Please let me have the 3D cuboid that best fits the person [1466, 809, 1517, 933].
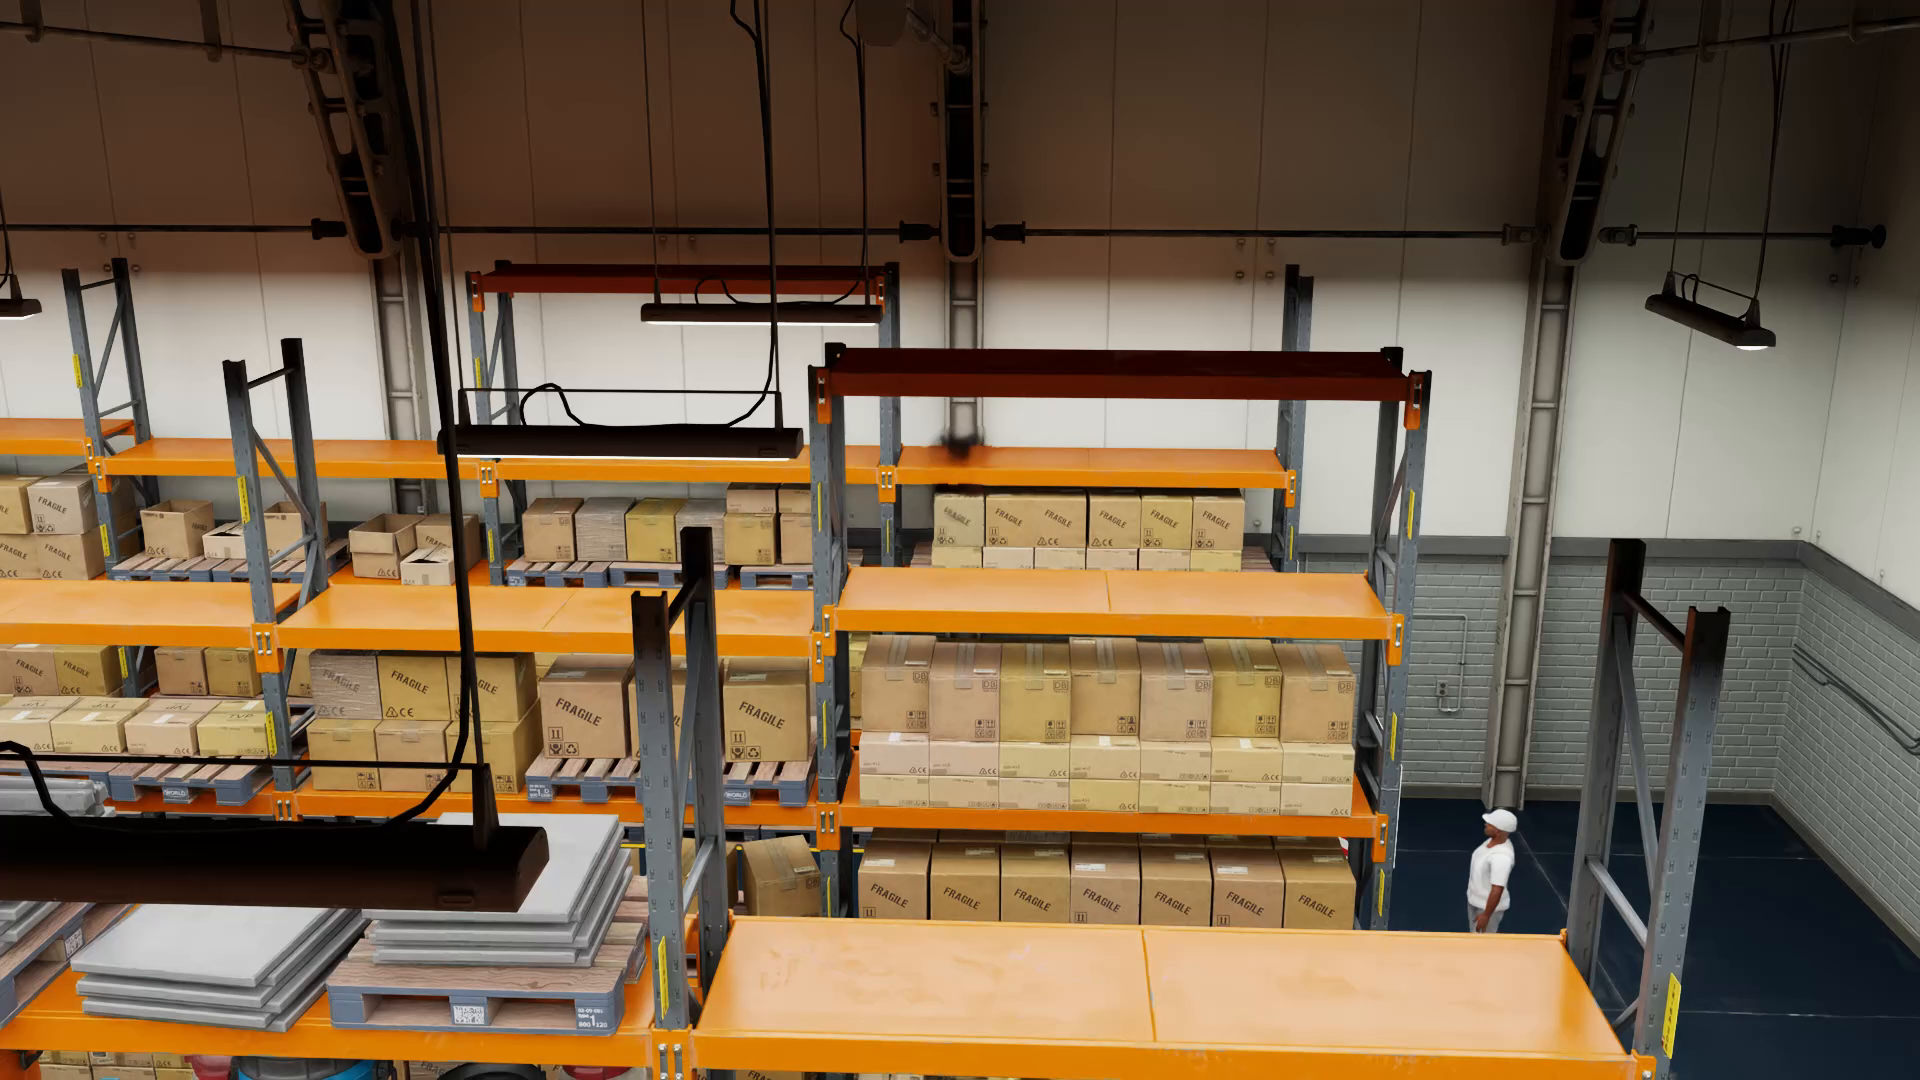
[{"bbox_3d":[4.613,3.164,14.525,0.446,1.768,0.643,-2,16,-6],"label":"person"}]
